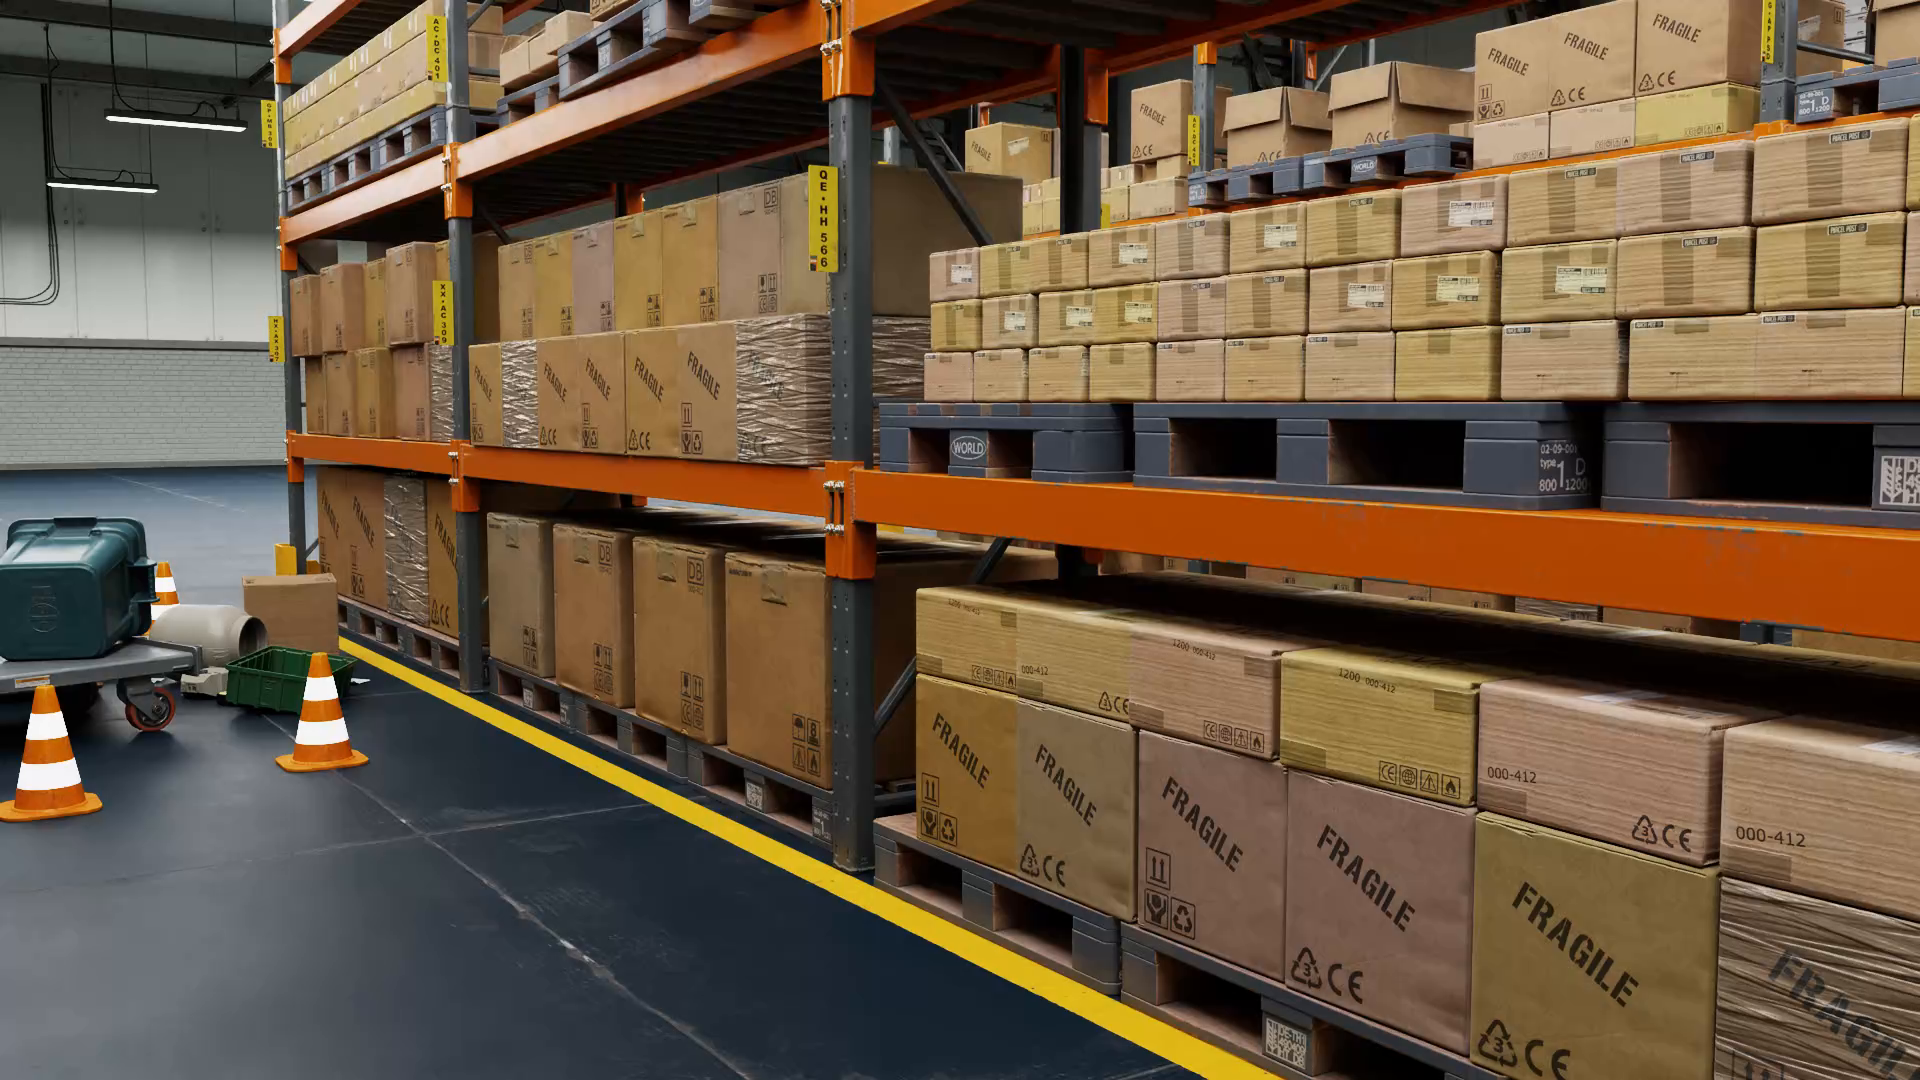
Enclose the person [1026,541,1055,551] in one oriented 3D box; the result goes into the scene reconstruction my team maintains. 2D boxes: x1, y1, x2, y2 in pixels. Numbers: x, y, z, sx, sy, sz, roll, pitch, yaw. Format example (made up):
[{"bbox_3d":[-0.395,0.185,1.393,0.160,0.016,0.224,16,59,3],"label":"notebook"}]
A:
[{"bbox_3d":[0.508,-0.095,9.128,0.626,1.716,0.626,2,5,23],"label":"person"}]
